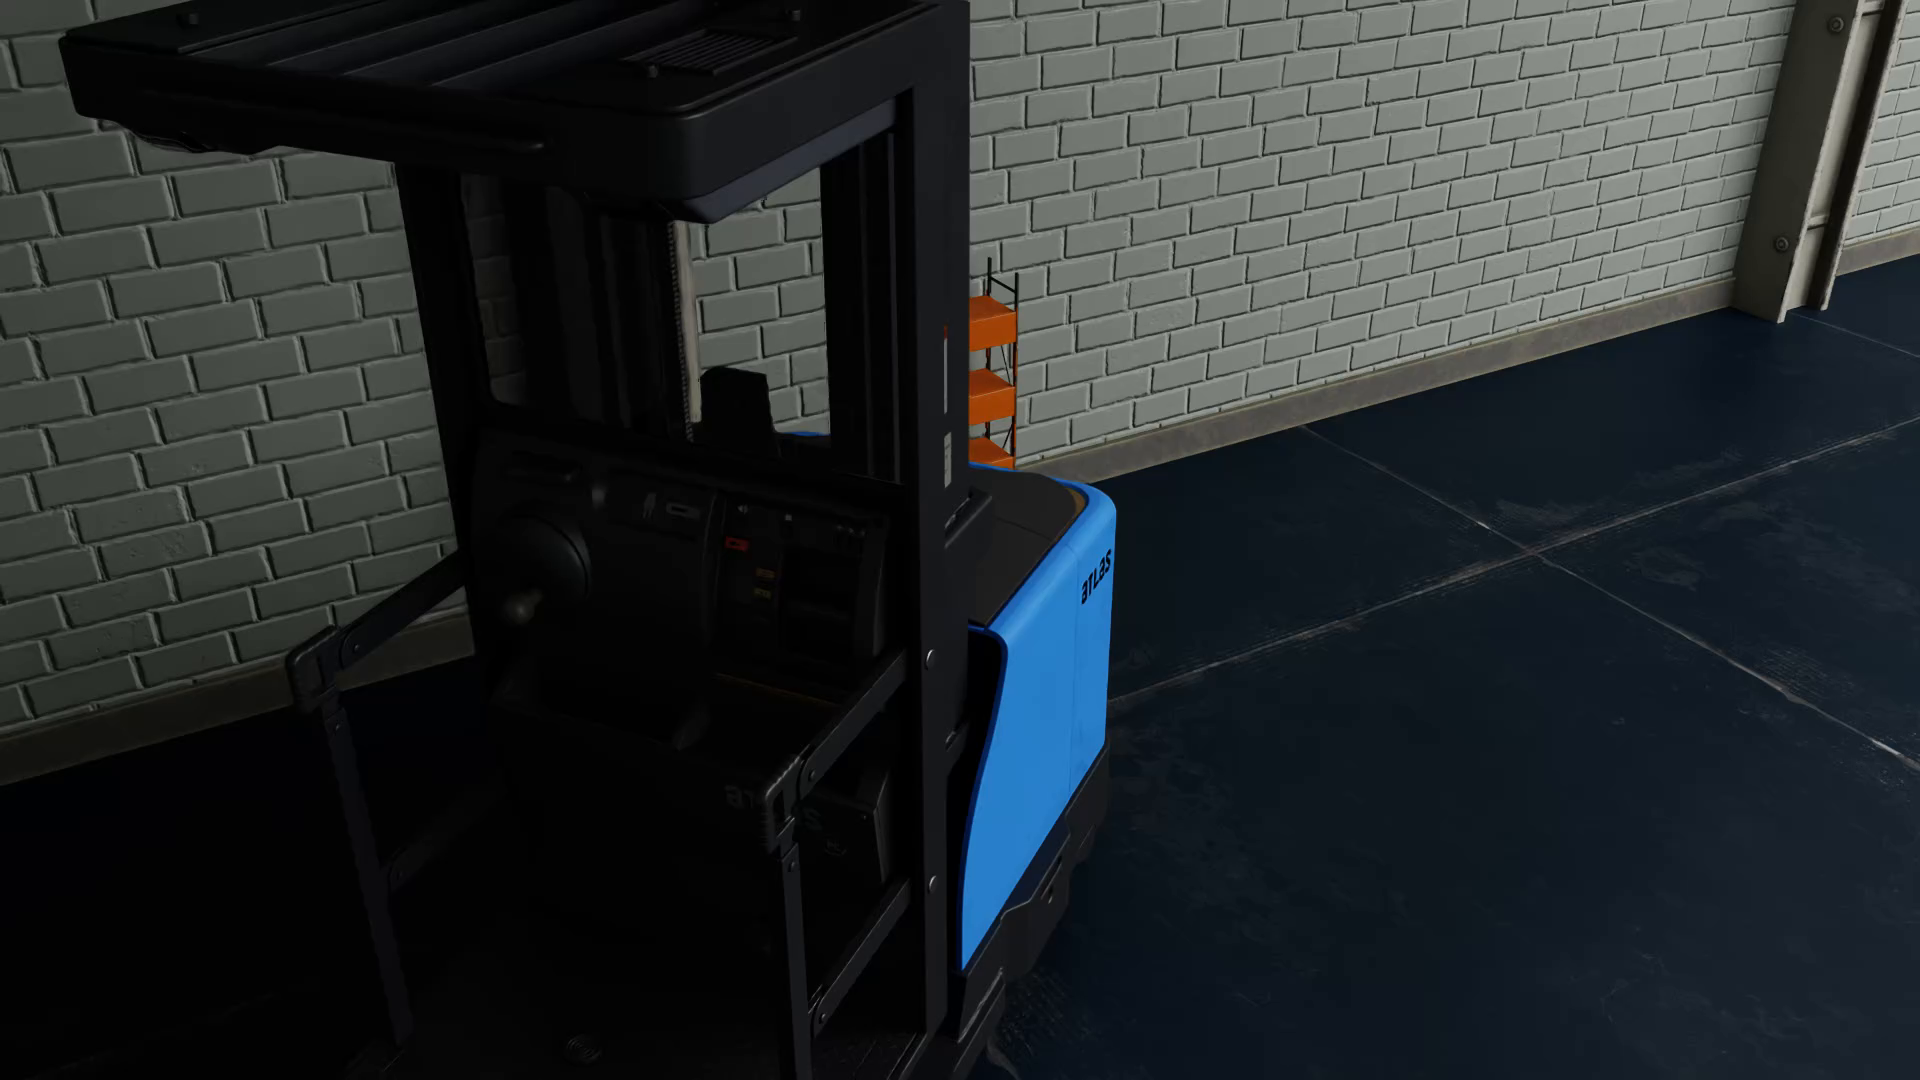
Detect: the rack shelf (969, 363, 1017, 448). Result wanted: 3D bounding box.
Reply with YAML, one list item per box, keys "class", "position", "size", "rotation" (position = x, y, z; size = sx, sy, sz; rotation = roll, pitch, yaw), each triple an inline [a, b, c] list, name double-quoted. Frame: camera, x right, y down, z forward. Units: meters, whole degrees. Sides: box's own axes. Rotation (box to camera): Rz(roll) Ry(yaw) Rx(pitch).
- class: "rack shelf"
  position: [0.046, -0.463, 6.025]
  size: [0.240, 0.259, 0.215]
  rotation: [-16, 33, -26]

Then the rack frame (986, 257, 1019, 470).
- class: "rack frame"
  position: [0.151, -0.503, 6.074]
  size: [0.008, 1.050, 0.200]
  rotation: [-16, 33, -26]

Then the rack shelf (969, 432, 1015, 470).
- class: "rack shelf"
  position: [0.046, -0.220, 6.159]
  size: [0.240, 0.259, 0.215]
  rotation: [-16, 33, -26]

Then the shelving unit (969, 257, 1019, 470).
- class: "shelving unit"
  position: [0.046, -0.473, 6.020]
  size: [0.252, 1.050, 0.215]
  rotation: [-16, 33, -26]

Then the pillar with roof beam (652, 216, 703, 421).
- class: "pillar with roof beam"
  position: [1.122, -1.858, 0.303]
  size: [0.400, 9.000, 9.100]
  rotation: [-16, 33, -26]

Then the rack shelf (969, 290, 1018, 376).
- class: "rack shelf"
  position: [0.046, -0.712, 5.888]
  size: [0.240, 0.259, 0.215]
  rotation: [-16, 33, -26]

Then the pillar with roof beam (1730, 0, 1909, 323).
- class: "pillar with roof beam"
  position: [6.295, -3.326, 2.964]
  size: [0.400, 9.000, 9.100]
  rotation: [-16, 33, -26]

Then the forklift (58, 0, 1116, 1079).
- class: "forklift"
  position: [-0.647, 0.078, 3.076]
  size: [1.130, 2.935, 3.031]
  rotation: [12, 31, 21]
